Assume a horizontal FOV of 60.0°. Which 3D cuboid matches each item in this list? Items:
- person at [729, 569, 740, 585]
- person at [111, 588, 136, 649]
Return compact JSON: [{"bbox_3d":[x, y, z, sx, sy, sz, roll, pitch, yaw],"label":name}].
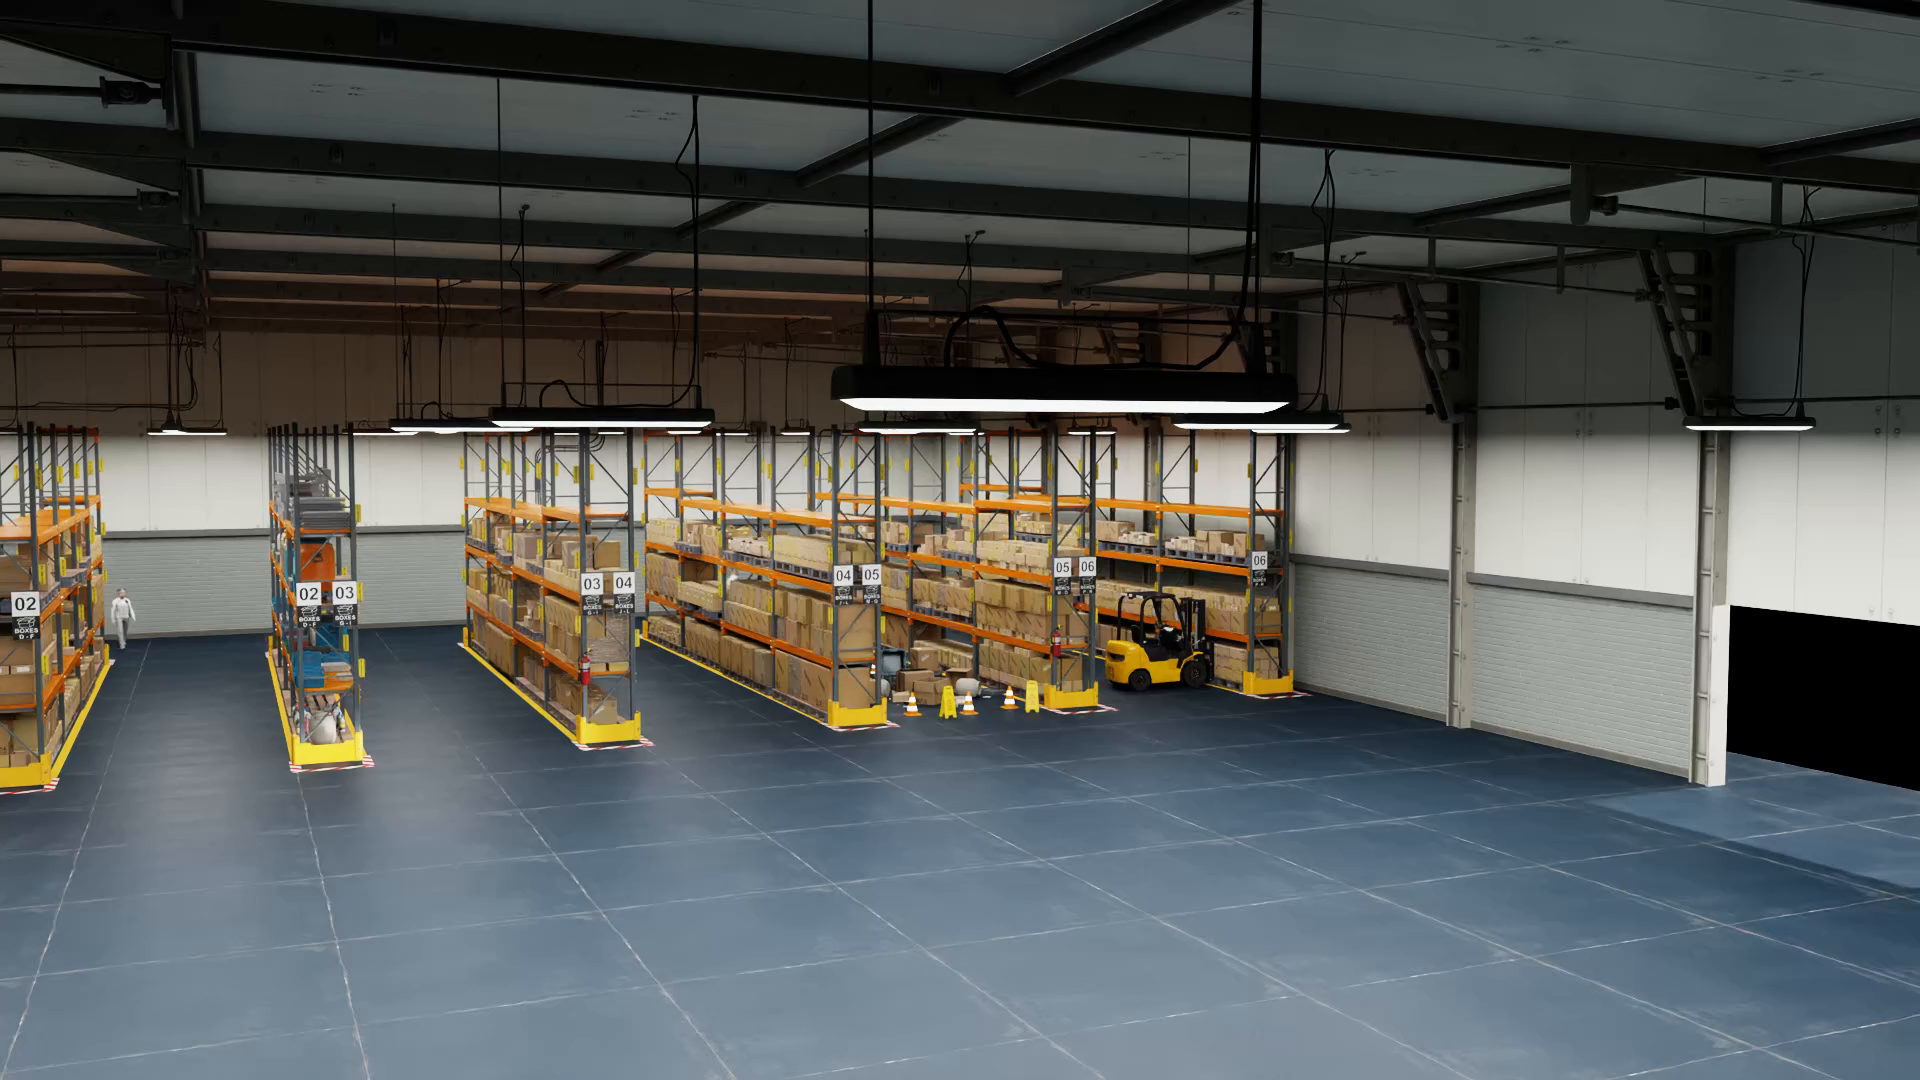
[{"bbox_3d":[-6.966,1.684,51.817,1.071,1.709,0.508,-1,4,-17],"label":"person"},{"bbox_3d":[-22.804,2.116,45.293,0.561,1.632,1.007,-3,4,-38],"label":"person"}]
